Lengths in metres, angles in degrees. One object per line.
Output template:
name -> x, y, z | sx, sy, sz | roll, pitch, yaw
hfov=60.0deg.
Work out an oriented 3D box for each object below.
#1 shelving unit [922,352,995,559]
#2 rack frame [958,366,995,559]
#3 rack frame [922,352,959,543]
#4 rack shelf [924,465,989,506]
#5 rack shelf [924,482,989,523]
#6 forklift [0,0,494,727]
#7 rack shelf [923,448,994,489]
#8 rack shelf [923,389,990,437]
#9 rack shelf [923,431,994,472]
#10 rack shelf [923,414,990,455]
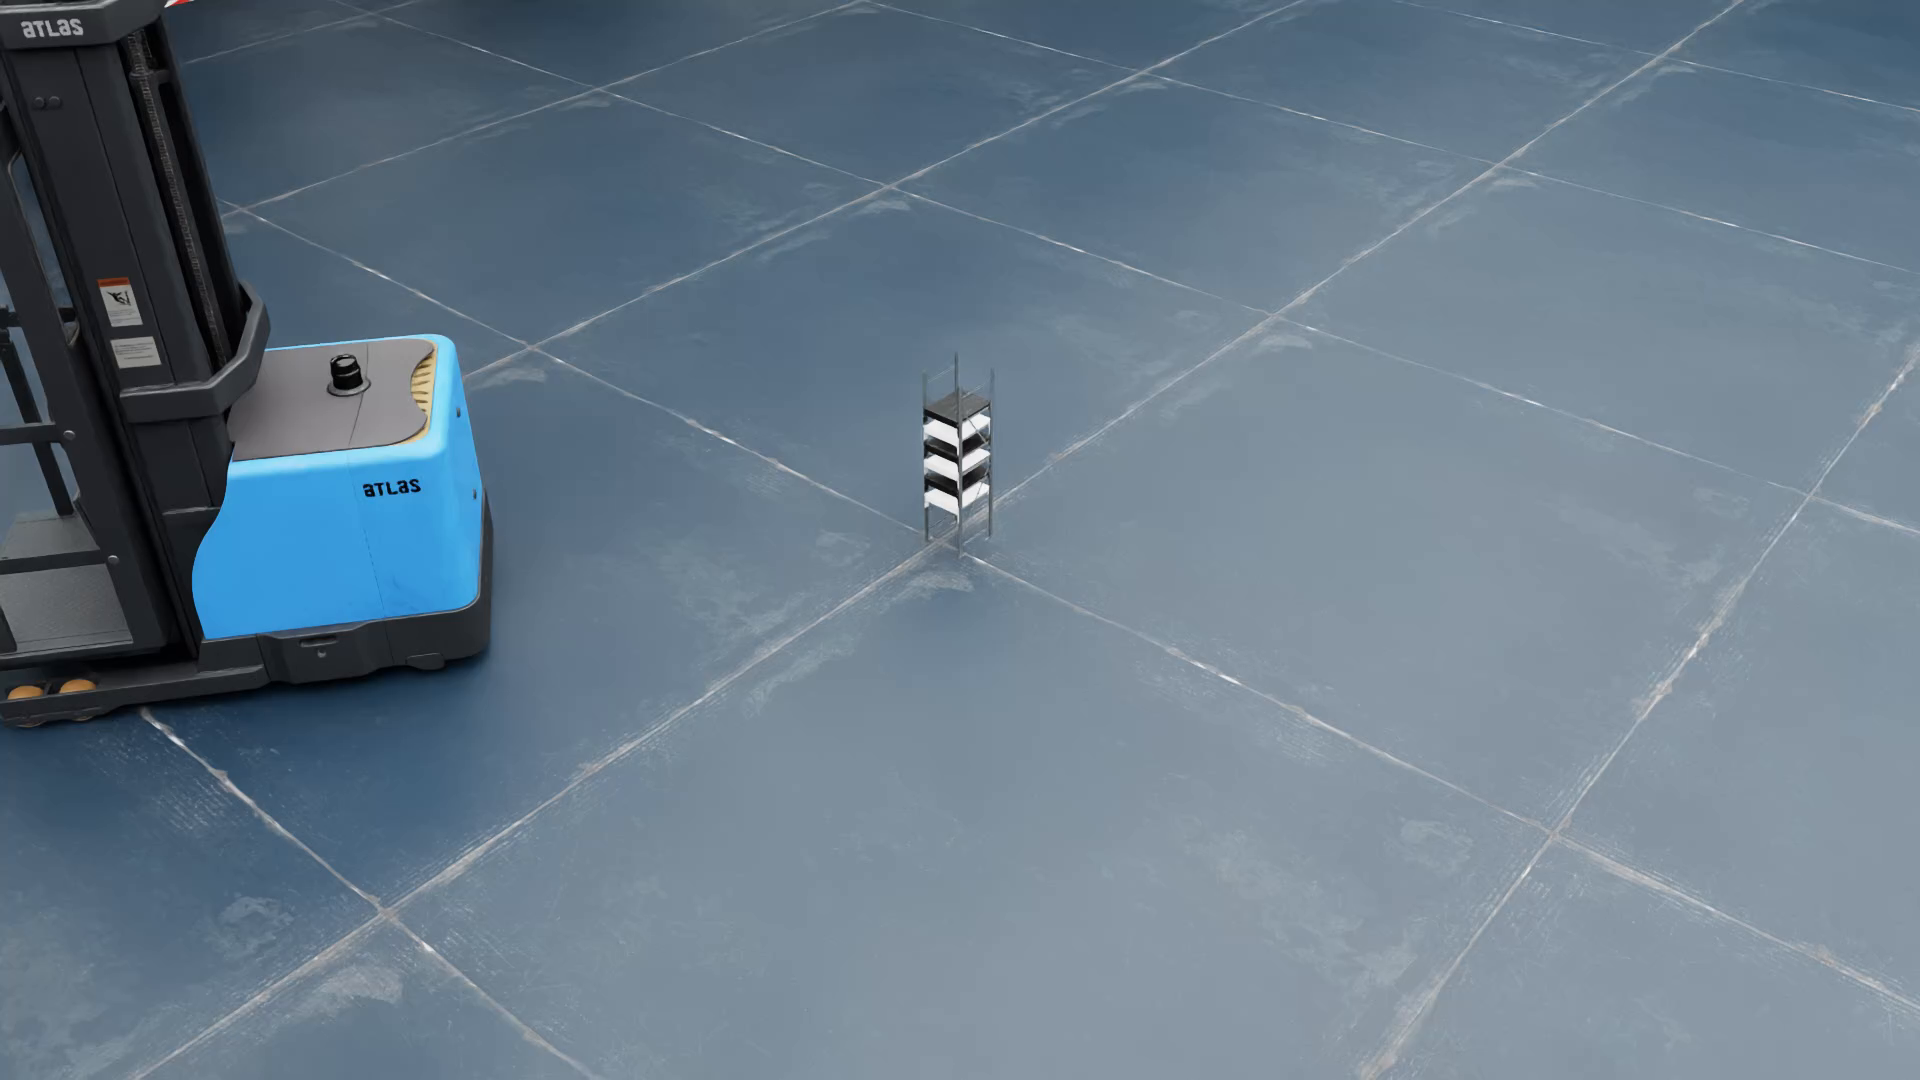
shelving unit -> -0.006, -0.374, 7.500 | 0.210, 0.900, 0.258 | 25, 42, 32
rack frame -> 0.072, -0.337, 7.446 | 0.006, 0.900, 0.240 | 25, 42, 32
rack frame -> -0.084, -0.411, 7.553 | 0.006, 0.900, 0.240 | 25, 42, 32
rack shelf -> -0.006, -0.272, 7.569 | 0.200, 0.077, 0.258 | 25, 42, 32
rack shelf -> -0.006, -0.198, 7.620 | 0.200, 0.077, 0.258 | 25, 42, 32
forklift -> -3.553, -0.785, 6.305 | 3.031, 2.935, 1.130 | -7, 35, -10
rack shelf -> -0.006, -0.346, 7.518 | 0.200, 0.077, 0.258 | 25, 42, 32
rack shelf -> -0.006, -0.569, 7.366 | 0.200, 0.077, 0.258 | 25, 42, 32
rack shelf -> -0.006, -0.421, 7.467 | 0.200, 0.077, 0.258 | 25, 42, 32
rack shelf -> -0.006, -0.495, 7.417 | 0.200, 0.077, 0.258 | 25, 42, 32
